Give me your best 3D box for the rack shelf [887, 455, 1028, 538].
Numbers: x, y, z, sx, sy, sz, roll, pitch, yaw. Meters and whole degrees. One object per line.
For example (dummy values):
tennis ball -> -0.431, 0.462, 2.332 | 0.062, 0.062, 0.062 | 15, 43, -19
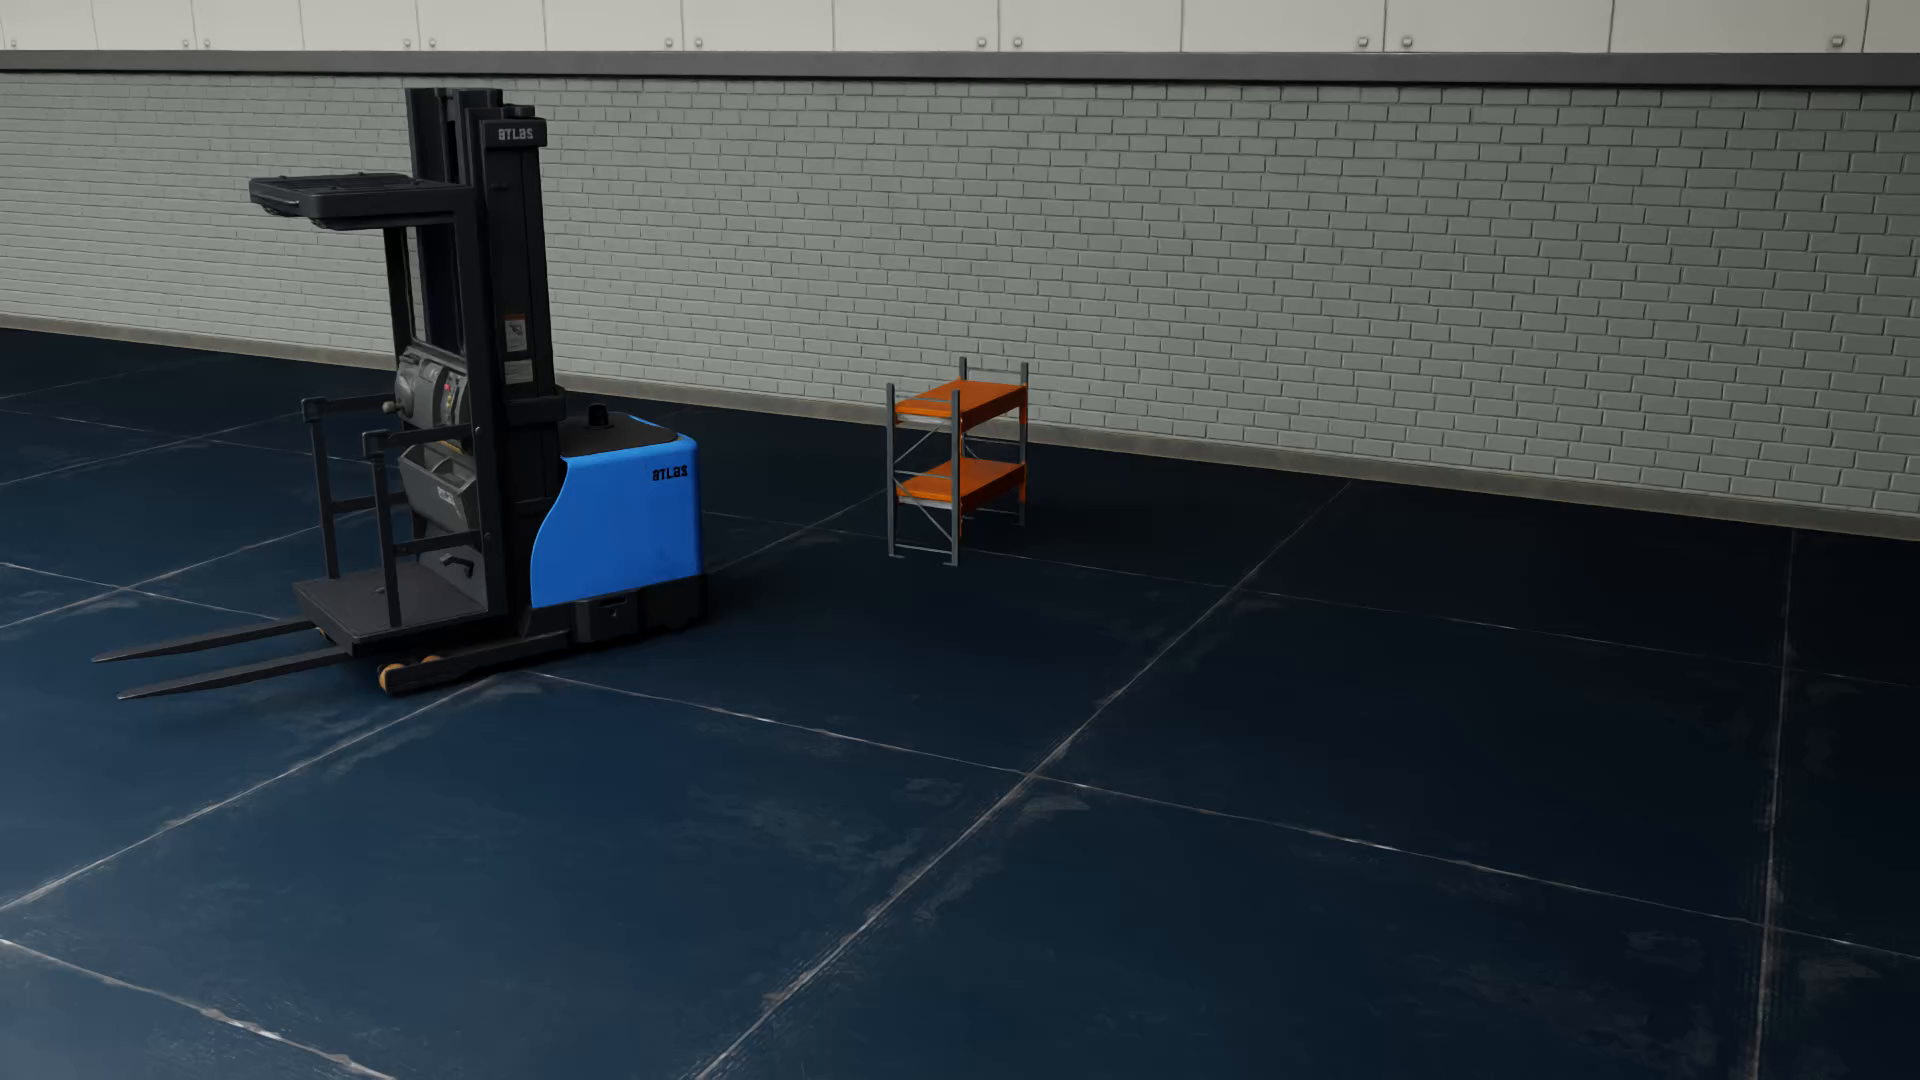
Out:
rack shelf -> -0.003, -0.303, 10.928 | 0.538, 0.278, 1.000 | 8, 18, 25

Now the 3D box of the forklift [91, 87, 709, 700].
forklift -> -2.906, -0.785, 8.521 | 3.031, 2.935, 1.130 | -12, 20, -35

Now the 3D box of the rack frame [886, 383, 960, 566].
rack frame -> -0.230, -0.408, 10.422 | 0.500, 1.125, 0.032 | 8, 18, 25

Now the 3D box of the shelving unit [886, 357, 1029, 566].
shelving unit -> -0.003, -0.538, 10.858 | 0.538, 1.125, 1.048 | 8, 18, 25

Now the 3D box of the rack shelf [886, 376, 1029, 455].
rack shelf -> -0.003, -0.818, 10.775 | 0.538, 0.278, 1.000 | 8, 18, 25

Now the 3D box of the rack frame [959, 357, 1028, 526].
rack frame -> 0.224, -0.667, 11.294 | 0.500, 1.125, 0.032 | 8, 18, 25
